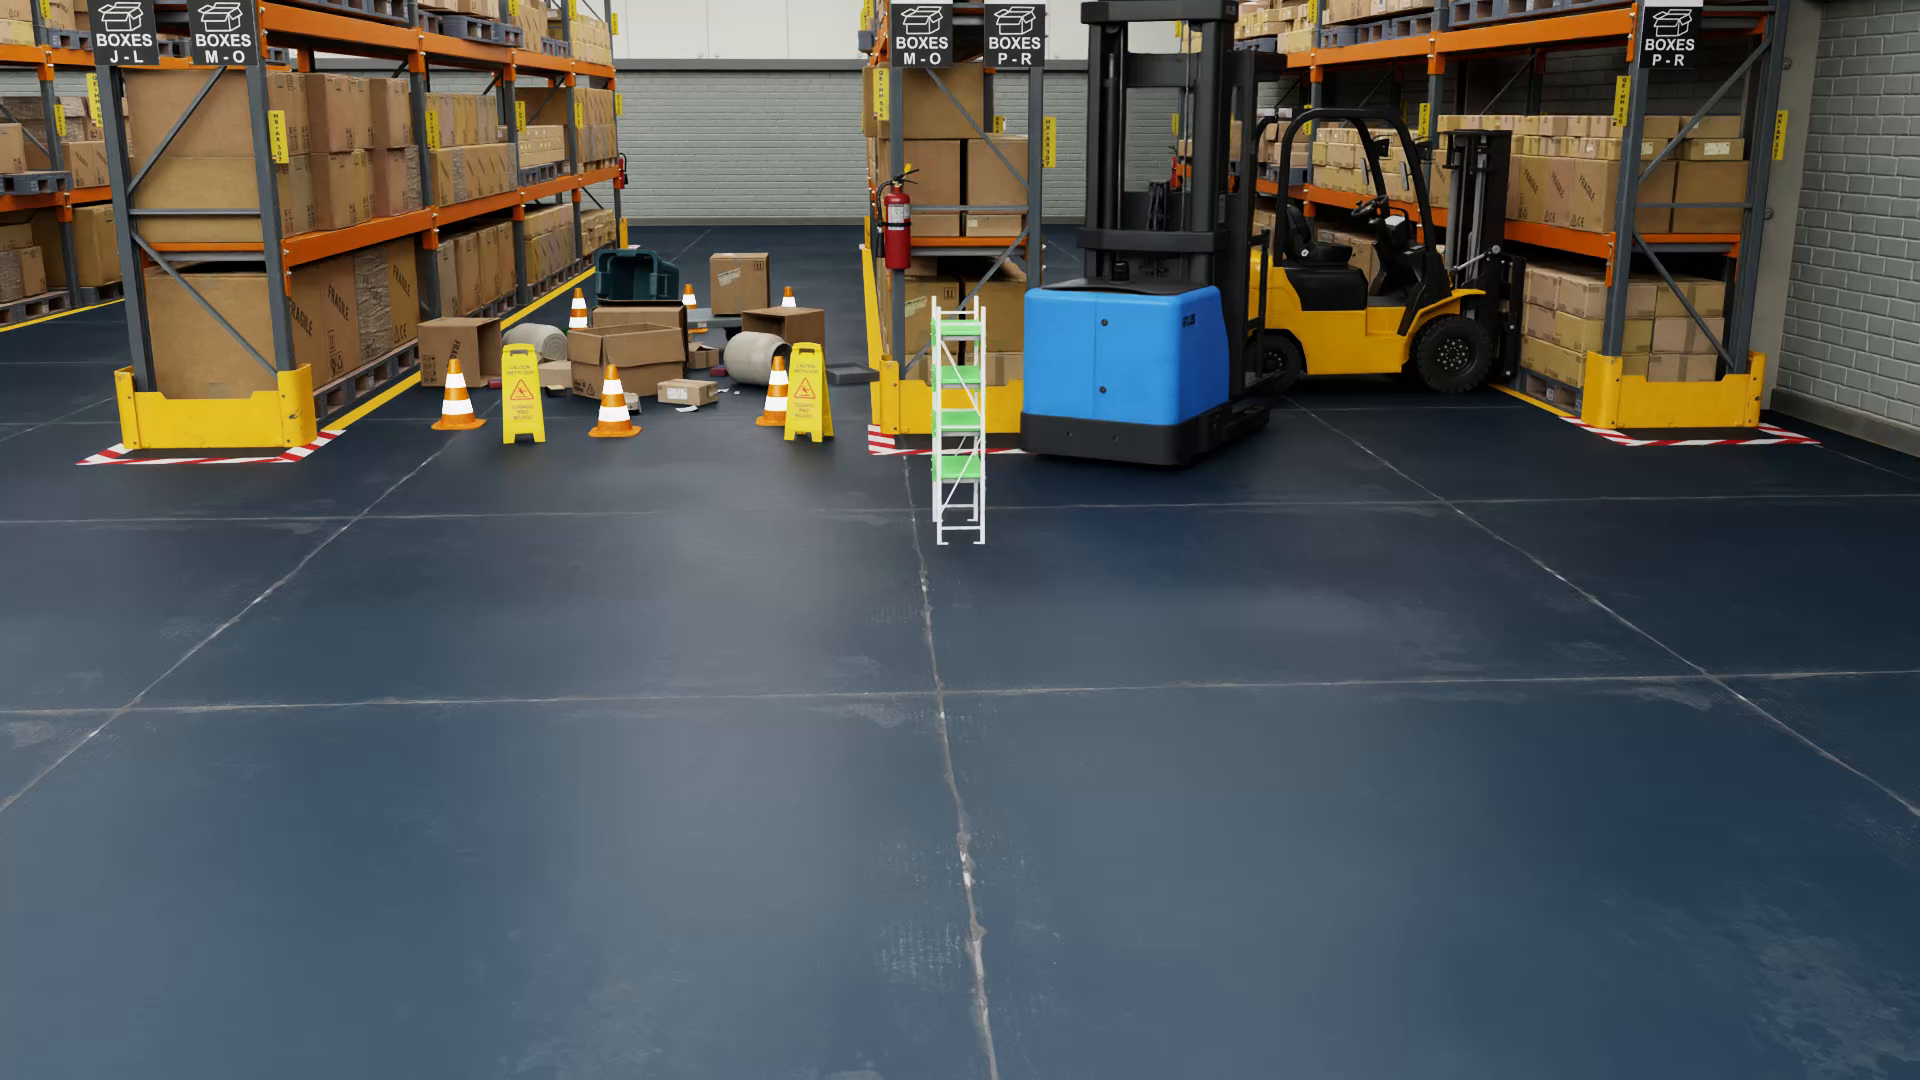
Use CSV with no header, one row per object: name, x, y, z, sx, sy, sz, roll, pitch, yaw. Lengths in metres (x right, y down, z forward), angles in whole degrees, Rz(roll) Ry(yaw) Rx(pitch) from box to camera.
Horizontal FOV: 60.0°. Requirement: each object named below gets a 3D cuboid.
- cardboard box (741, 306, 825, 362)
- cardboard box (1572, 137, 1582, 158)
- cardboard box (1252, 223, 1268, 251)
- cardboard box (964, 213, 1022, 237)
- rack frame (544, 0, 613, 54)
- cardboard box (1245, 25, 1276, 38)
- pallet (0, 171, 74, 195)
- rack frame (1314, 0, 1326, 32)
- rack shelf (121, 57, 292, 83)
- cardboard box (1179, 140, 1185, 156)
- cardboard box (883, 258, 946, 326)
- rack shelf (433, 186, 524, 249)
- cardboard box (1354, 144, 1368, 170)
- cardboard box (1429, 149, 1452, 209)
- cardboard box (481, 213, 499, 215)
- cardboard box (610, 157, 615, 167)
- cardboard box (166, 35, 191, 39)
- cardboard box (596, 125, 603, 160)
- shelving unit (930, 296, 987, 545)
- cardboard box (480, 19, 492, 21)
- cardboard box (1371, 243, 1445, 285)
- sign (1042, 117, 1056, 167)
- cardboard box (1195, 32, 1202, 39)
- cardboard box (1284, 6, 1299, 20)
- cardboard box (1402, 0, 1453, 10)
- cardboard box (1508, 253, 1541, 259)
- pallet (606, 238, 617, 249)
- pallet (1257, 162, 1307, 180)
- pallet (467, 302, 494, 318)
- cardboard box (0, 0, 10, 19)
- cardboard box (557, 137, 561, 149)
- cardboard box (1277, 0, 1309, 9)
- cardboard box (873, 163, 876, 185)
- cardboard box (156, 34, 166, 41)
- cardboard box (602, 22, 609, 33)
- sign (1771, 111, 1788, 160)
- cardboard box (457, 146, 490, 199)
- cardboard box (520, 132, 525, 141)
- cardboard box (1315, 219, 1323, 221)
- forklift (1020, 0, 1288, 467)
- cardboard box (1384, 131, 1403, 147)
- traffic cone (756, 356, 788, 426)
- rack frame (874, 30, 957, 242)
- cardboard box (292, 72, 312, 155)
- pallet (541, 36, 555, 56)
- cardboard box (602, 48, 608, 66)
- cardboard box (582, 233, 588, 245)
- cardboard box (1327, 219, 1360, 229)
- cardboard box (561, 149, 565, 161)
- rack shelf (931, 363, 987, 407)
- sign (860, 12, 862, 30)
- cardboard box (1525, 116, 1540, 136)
cardboard box,-1.499,-1.701,14.129,0.500,0.500,0.500,10,18,35
cardboard box,4.693,-2.854,12.095,0.380,0.149,0.250,-1,14,-2
cardboard box,4.126,-3.878,21.751,0.500,0.500,0.500,-1,14,-5
cardboard box,0.226,-2.169,11.441,0.380,0.149,0.250,-1,14,-3
rack frame,-5.885,-8.986,25.392,1.000,3.000,0.127,-1,14,-3
cardboard box,3.898,-6.577,21.509,0.380,0.149,0.250,-1,14,-3
pallet,-10.195,-3.771,17.548,1.213,0.211,1.003,-1,14,-3
rack frame,4.499,-7.176,18.356,1.000,3.000,0.127,-1,14,-3
rack shelf,-10.718,-6.636,23.723,1.077,0.370,4.000,-1,14,-3
cardboard box,3.763,-6.214,26.363,0.500,0.250,0.500,-1,14,-3
cardboard box,-0.365,-2.020,13.528,0.500,0.500,0.500,0,14,-1
rack shelf,-5.265,-3.245,16.563,1.077,0.370,4.000,-1,14,-3
cardboard box,4.384,-3.944,17.133,0.500,0.250,0.500,-1,14,-3
cardboard box,4.514,-3.209,14.780,0.500,0.500,0.500,-1,14,-5
cardboard box,-5.735,-3.739,19.705,0.500,0.250,0.500,-1,14,-3
cardboard box,-5.582,-5.882,25.873,0.380,0.149,0.250,-1,14,-3
cardboard box,-10.702,-6.981,22.375,0.700,0.500,0.500,-2,15,-7
cardboard box,-5.512,-5.787,24.201,0.500,0.500,0.500,0,14,-1
shelving unit,-0.010,-0.622,8.537,0.258,1.200,0.503,-1,14,-3
cardboard box,-5.132,-5.537,17.432,0.380,0.166,0.250,-1,14,-3
cardboard box,4.663,-2.651,16.734,0.875,0.625,0.625,-1,14,-4
sign,0.582,-2.631,10.994,0.100,0.325,0.005,-1,14,-3
cardboard box,3.838,-7.660,24.960,0.500,0.250,0.500,-1,14,-4
cardboard box,4.120,-6.328,19.986,0.380,0.149,0.250,-1,14,-5
cardboard box,4.459,-5.113,15.494,0.500,0.311,0.500,-1,14,-5
cardboard box,4.528,-2.255,13.941,0.500,0.250,0.500,0,14,-2
pallet,-5.865,-4.509,25.626,1.003,0.211,1.213,-1,14,-3
pallet,4.374,-4.661,21.006,1.003,0.211,1.213,-1,14,-3
pallet,-5.343,-2.241,16.811,1.003,0.211,1.213,-1,14,-3
cardboard box,-10.024,-5.541,16.817,0.500,0.500,0.500,-1,14,-4
cardboard box,-5.398,-5.150,21.588,0.380,0.149,0.250,-1,14,-3
cardboard box,4.388,-7.052,21.928,0.396,0.266,0.258,-1,14,-3
cardboard box,-0.745,-4.242,19.294,0.500,0.250,0.500,-1,14,-5
cardboard box,-10.548,-6.595,21.075,0.700,0.500,0.500,-1,14,-2
cardboard box,-5.571,-7.818,25.369,0.380,0.149,0.250,-1,14,-4
sign,5.549,-2.745,11.280,0.100,0.325,0.005,-1,14,-3
cardboard box,-4.997,-3.656,16.515,0.500,0.500,0.500,-1,14,-3
cardboard box,-5.254,-4.707,19.267,0.380,0.149,0.250,-1,14,-4
cardboard box,4.196,-3.830,20.263,0.380,0.149,0.250,-1,14,-5
forklift,1.495,-2.184,11.134,1.130,2.935,3.031,7,16,26
cardboard box,4.359,-3.908,16.195,0.380,0.149,0.250,-1,14,-5
traffic cone,-1.273,-1.061,11.723,0.336,0.463,0.334,-1,14,-3
rack frame,-0.455,-4.193,18.802,1.000,3.000,0.127,-1,14,-3
cardboard box,-5.004,-2.925,11.408,0.875,0.550,0.550,-1,14,-3
pallet,-5.638,-6.035,20.318,1.213,0.211,1.003,-1,14,-3
cardboard box,-5.554,-7.225,24.868,0.500,0.250,0.500,-1,14,-3
cardboard box,-5.340,-4.148,22.909,0.380,0.149,0.250,0,14,-1
cardboard box,4.693,-3.839,20.298,0.380,0.149,0.250,-1,14,-3
cardboard box,-5.415,-5.072,21.880,0.380,0.149,0.250,-1,14,-5
rack shelf,-0.010,-0.793,8.493,0.258,0.148,0.480,-1,14,-3
sign,-1.505,-8.089,26.014,0.100,0.325,0.005,-1,14,-3
cardboard box,4.583,-3.189,12.801,0.380,0.149,0.250,-1,14,-2
